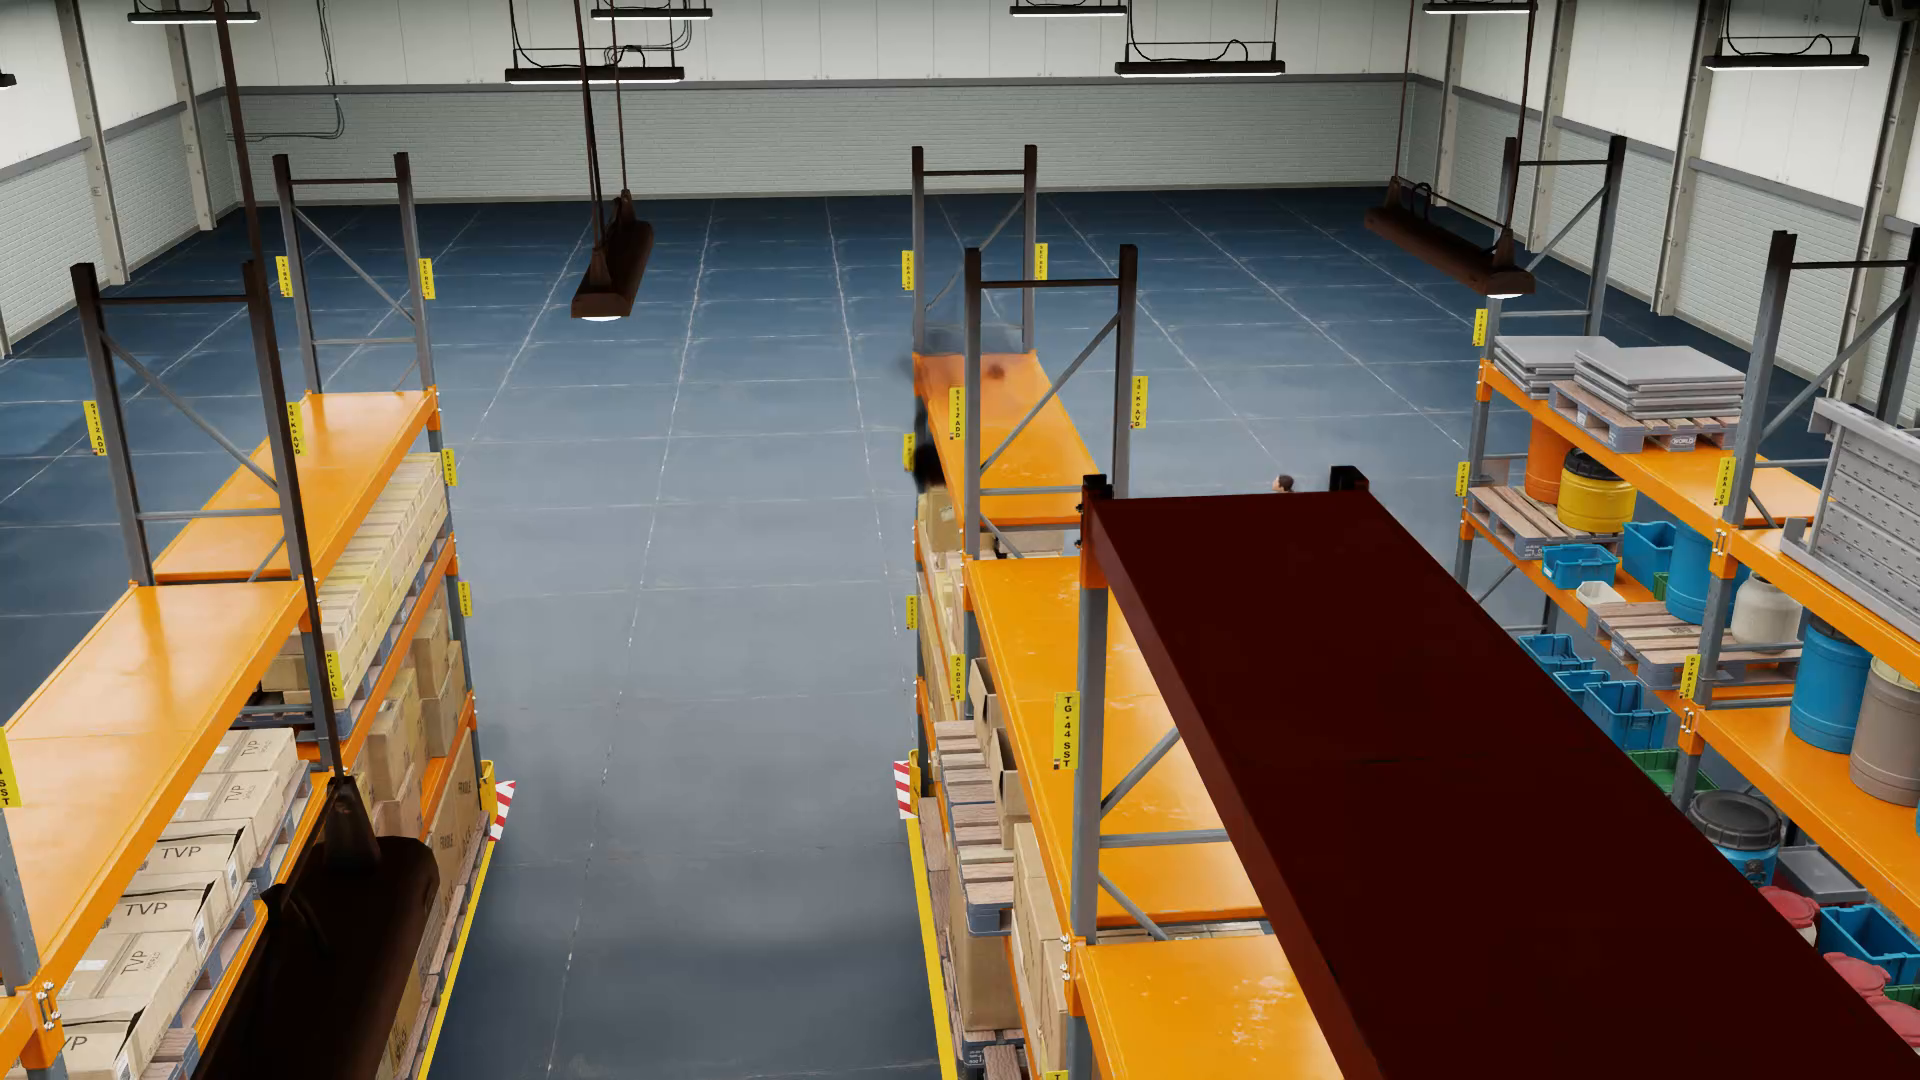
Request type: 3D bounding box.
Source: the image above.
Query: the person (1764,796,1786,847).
[{"bbox_3d":[7.062,2.063,14.134,0.624,1.669,0.836,-5,22,-14],"label":"person"}]

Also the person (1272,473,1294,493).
[{"bbox_3d":[3.749,-0.007,19.479,0.573,1.629,0.565,7,23,16],"label":"person"}]
